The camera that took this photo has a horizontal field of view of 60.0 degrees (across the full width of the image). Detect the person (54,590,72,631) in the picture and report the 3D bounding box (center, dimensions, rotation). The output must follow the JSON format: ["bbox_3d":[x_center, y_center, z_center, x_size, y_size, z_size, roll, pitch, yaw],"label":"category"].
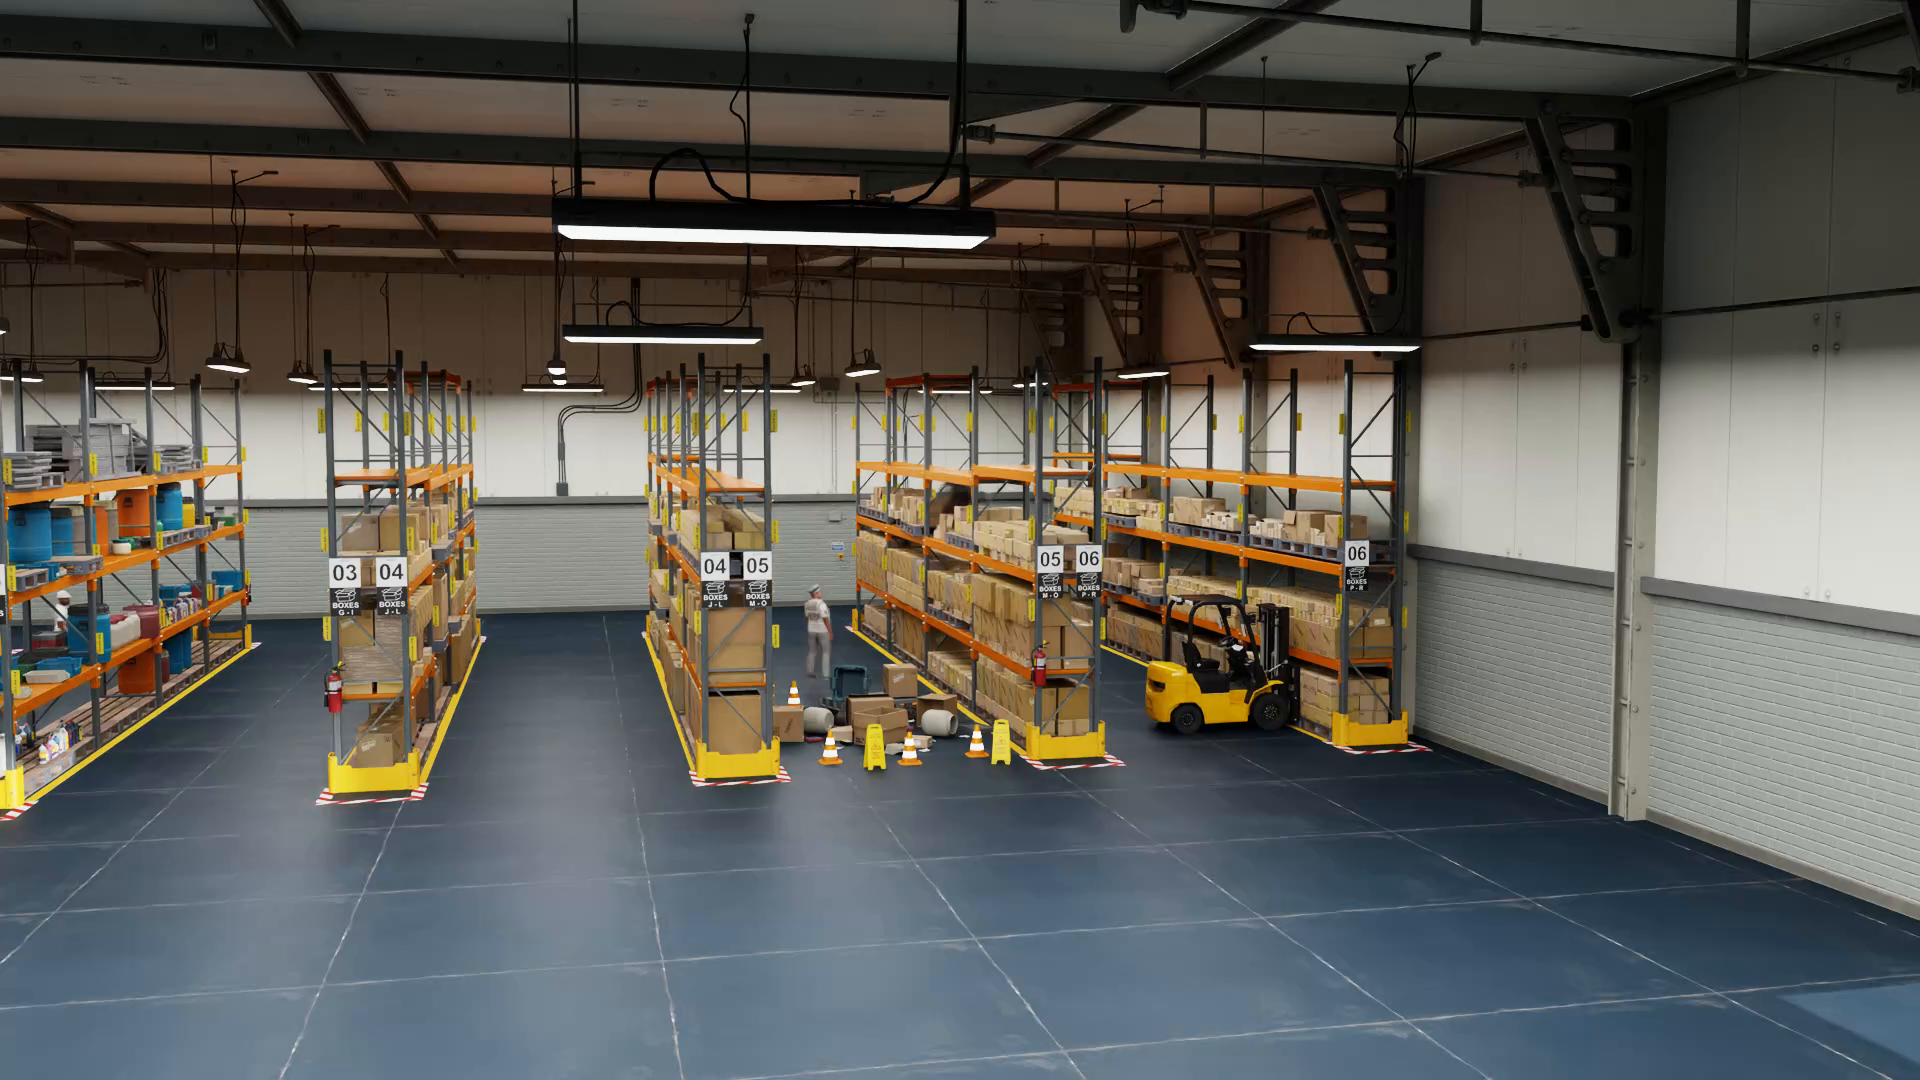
[{"bbox_3d":[-17.365,1.858,32.337,0.432,1.769,0.588,-2,5,-29],"label":"person"}]

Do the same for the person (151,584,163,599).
[{"bbox_3d":[-16.717,1.769,34.859,0.467,1.697,0.518,-4,6,-44],"label":"person"}]

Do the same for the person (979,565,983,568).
[{"bbox_3d":[0.424,1.465,37.930,0.423,1.784,0.671,-1,4,-14],"label":"person"}]

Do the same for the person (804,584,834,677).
[{"bbox_3d":[-2.601,1.655,30.652,0.587,1.701,0.434,2,4,25],"label":"person"}]
